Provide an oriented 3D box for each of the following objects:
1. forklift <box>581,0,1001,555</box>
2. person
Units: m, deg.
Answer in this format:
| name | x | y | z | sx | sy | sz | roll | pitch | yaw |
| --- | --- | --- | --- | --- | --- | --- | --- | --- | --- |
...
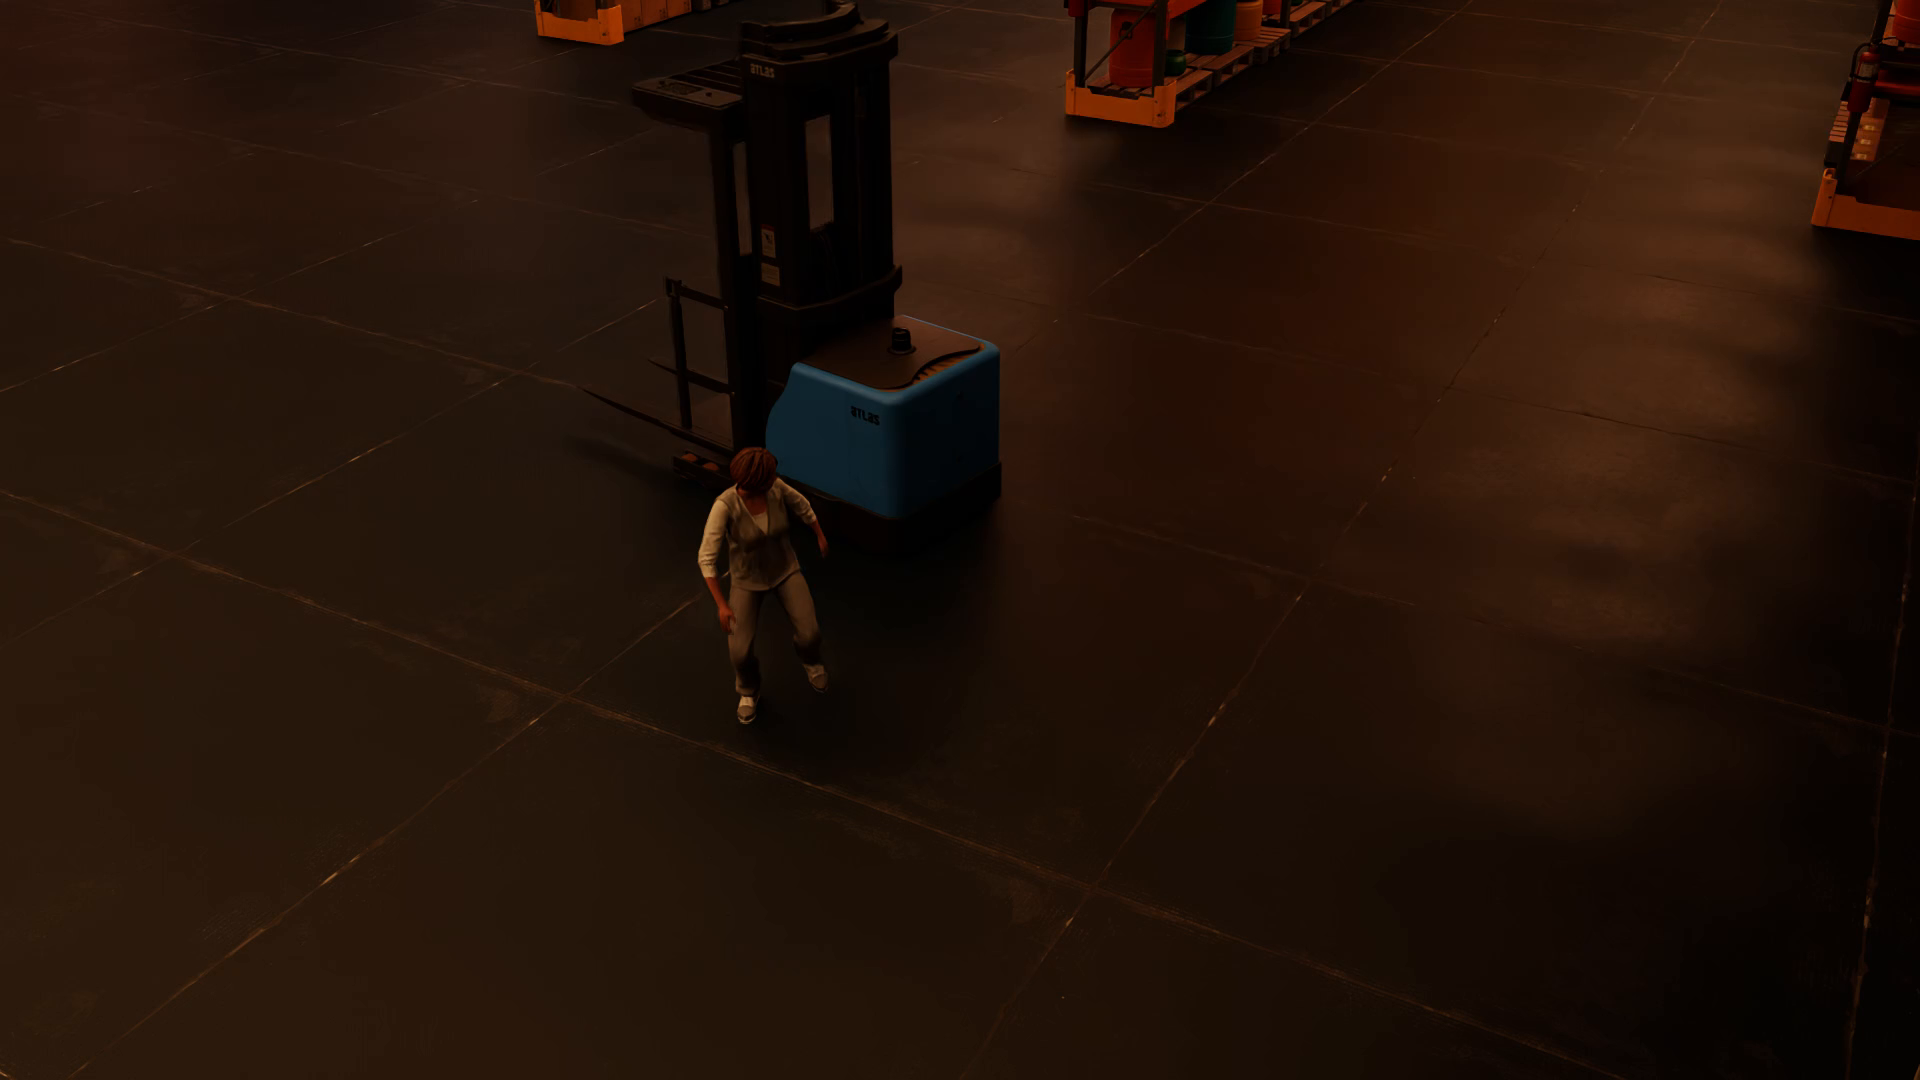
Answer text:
| name | x | y | z | sx | sy | sz | roll | pitch | yaw |
| --- | --- | --- | --- | --- | --- | --- | --- | --- | --- |
| forklift | -1.208 | -1.777 | 10.149 | 3.031 | 2.935 | 1.130 | 22 | 37 | 33 |
| person | -0.935 | 0.211 | 8.157 | 0.695 | 1.504 | 0.529 | -9 | 31 | -15 |
